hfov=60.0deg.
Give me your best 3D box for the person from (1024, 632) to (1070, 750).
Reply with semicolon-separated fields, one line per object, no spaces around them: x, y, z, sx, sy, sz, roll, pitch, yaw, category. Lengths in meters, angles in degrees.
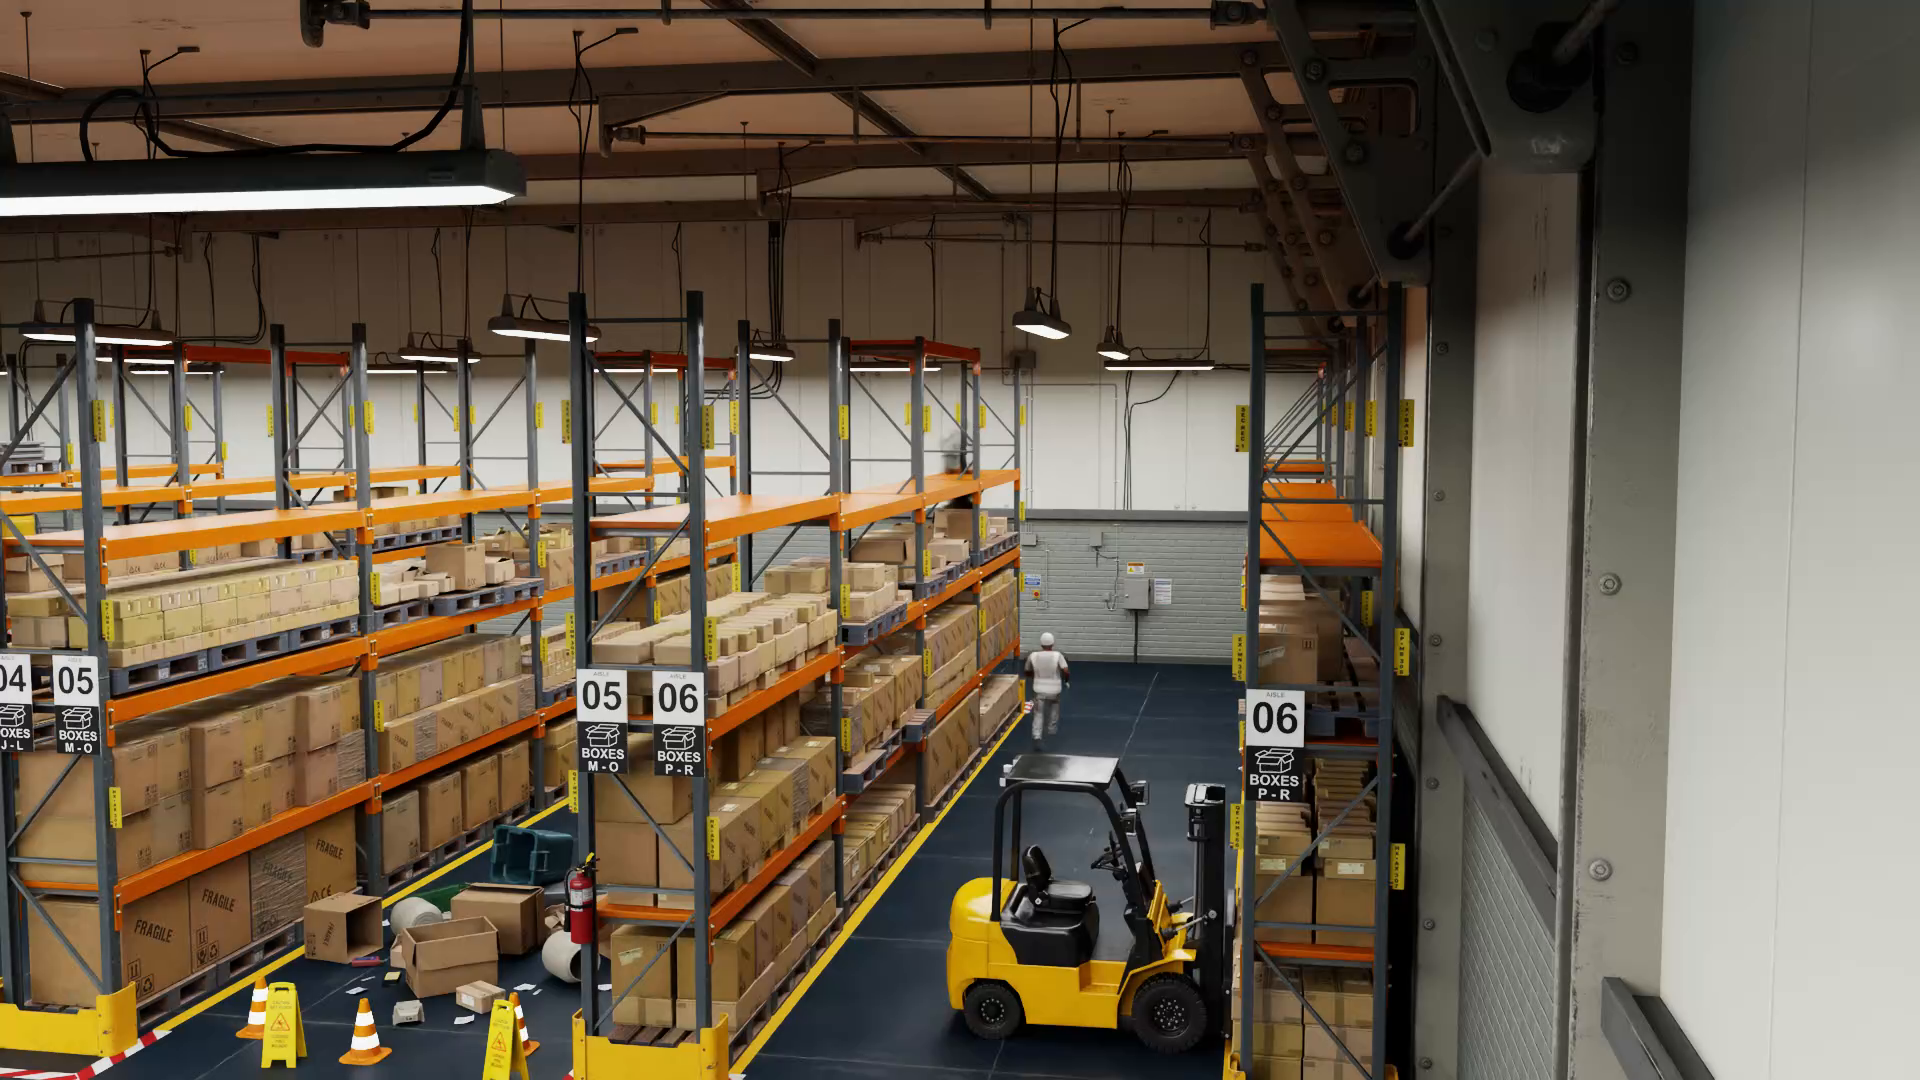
1.283;2.205;24.499;0.696;1.706;0.941;1;5;10;person
